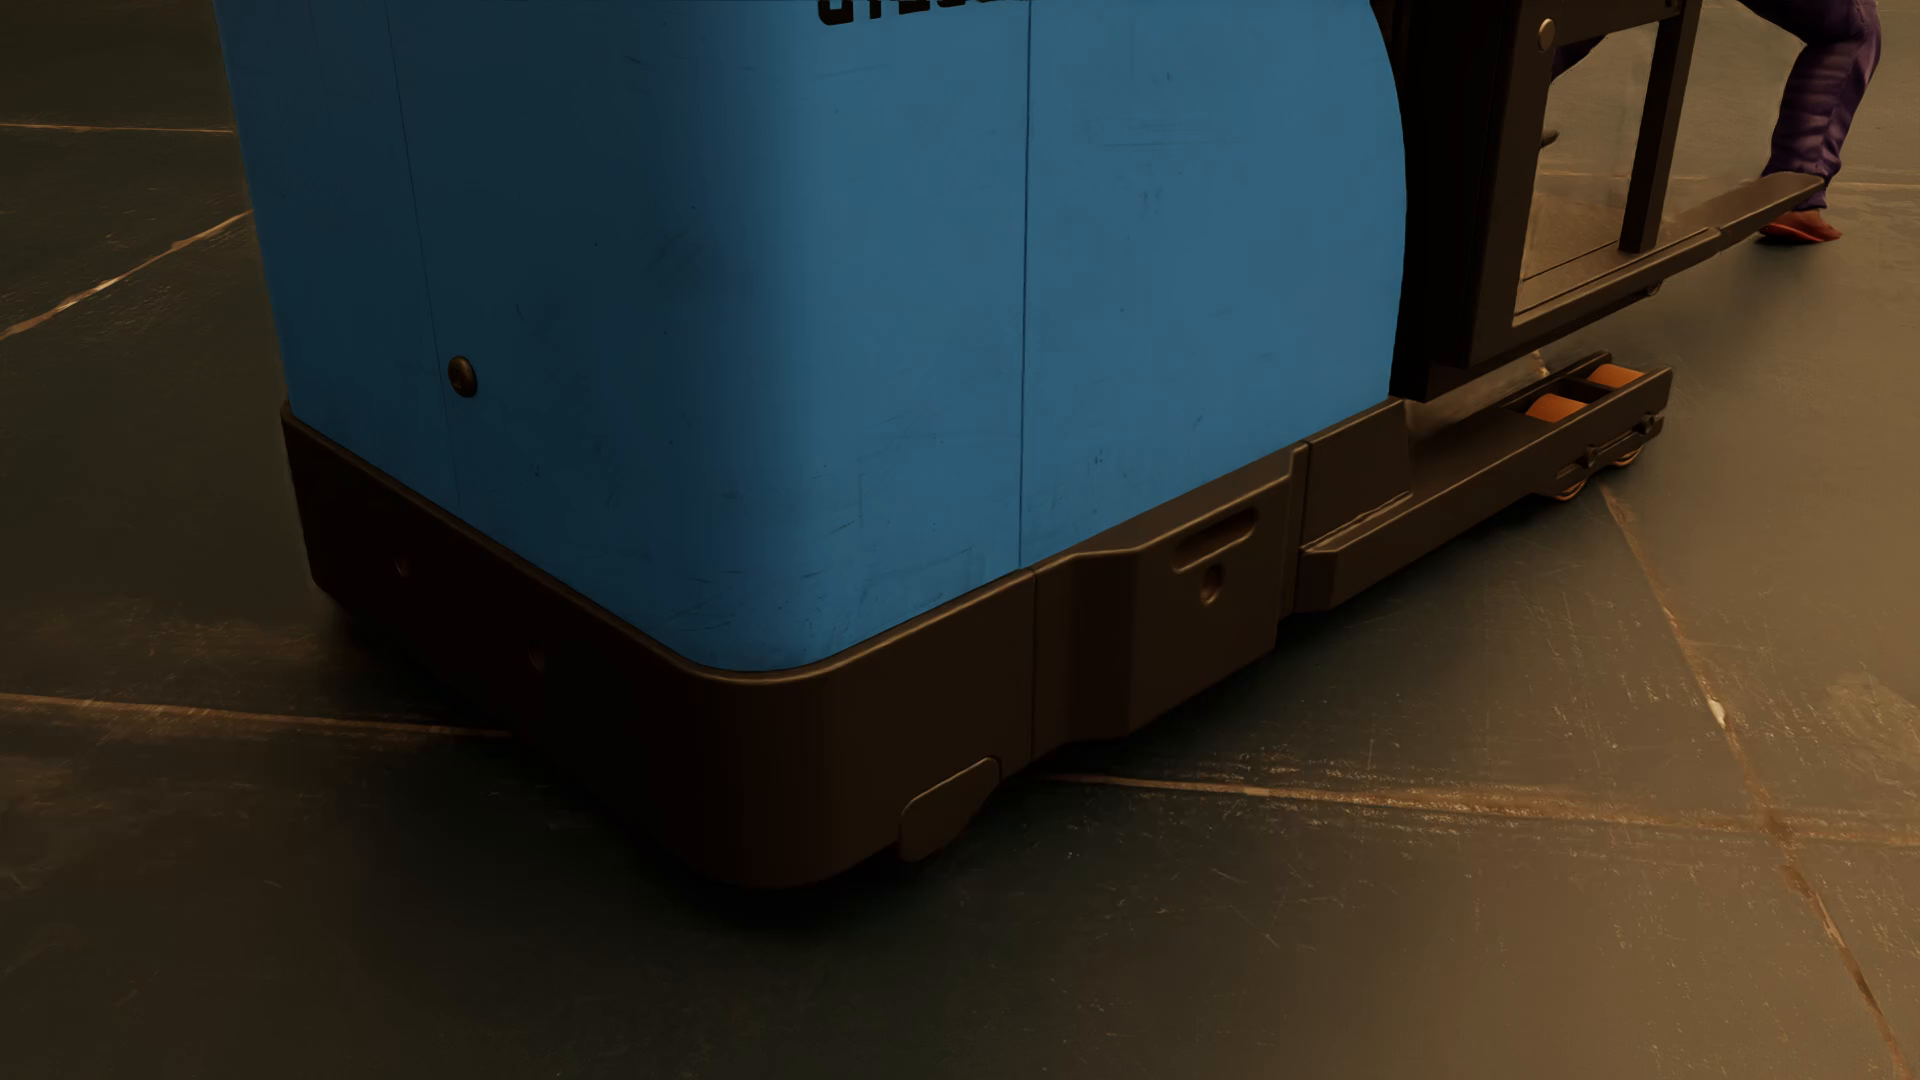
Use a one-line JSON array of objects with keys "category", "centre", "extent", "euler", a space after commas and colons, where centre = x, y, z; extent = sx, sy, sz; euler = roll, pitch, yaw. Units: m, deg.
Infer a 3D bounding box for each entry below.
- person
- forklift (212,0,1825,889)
[{"category": "person", "centre": [1.751, -1.406, 3.702], "extent": [1.045, 1.544, 0.485], "euler": [16, 31, 30]}, {"category": "forklift", "centre": [0.527, -1.520, 2.264], "extent": [3.031, 2.935, 1.130], "euler": [-23, 35, -39]}]
